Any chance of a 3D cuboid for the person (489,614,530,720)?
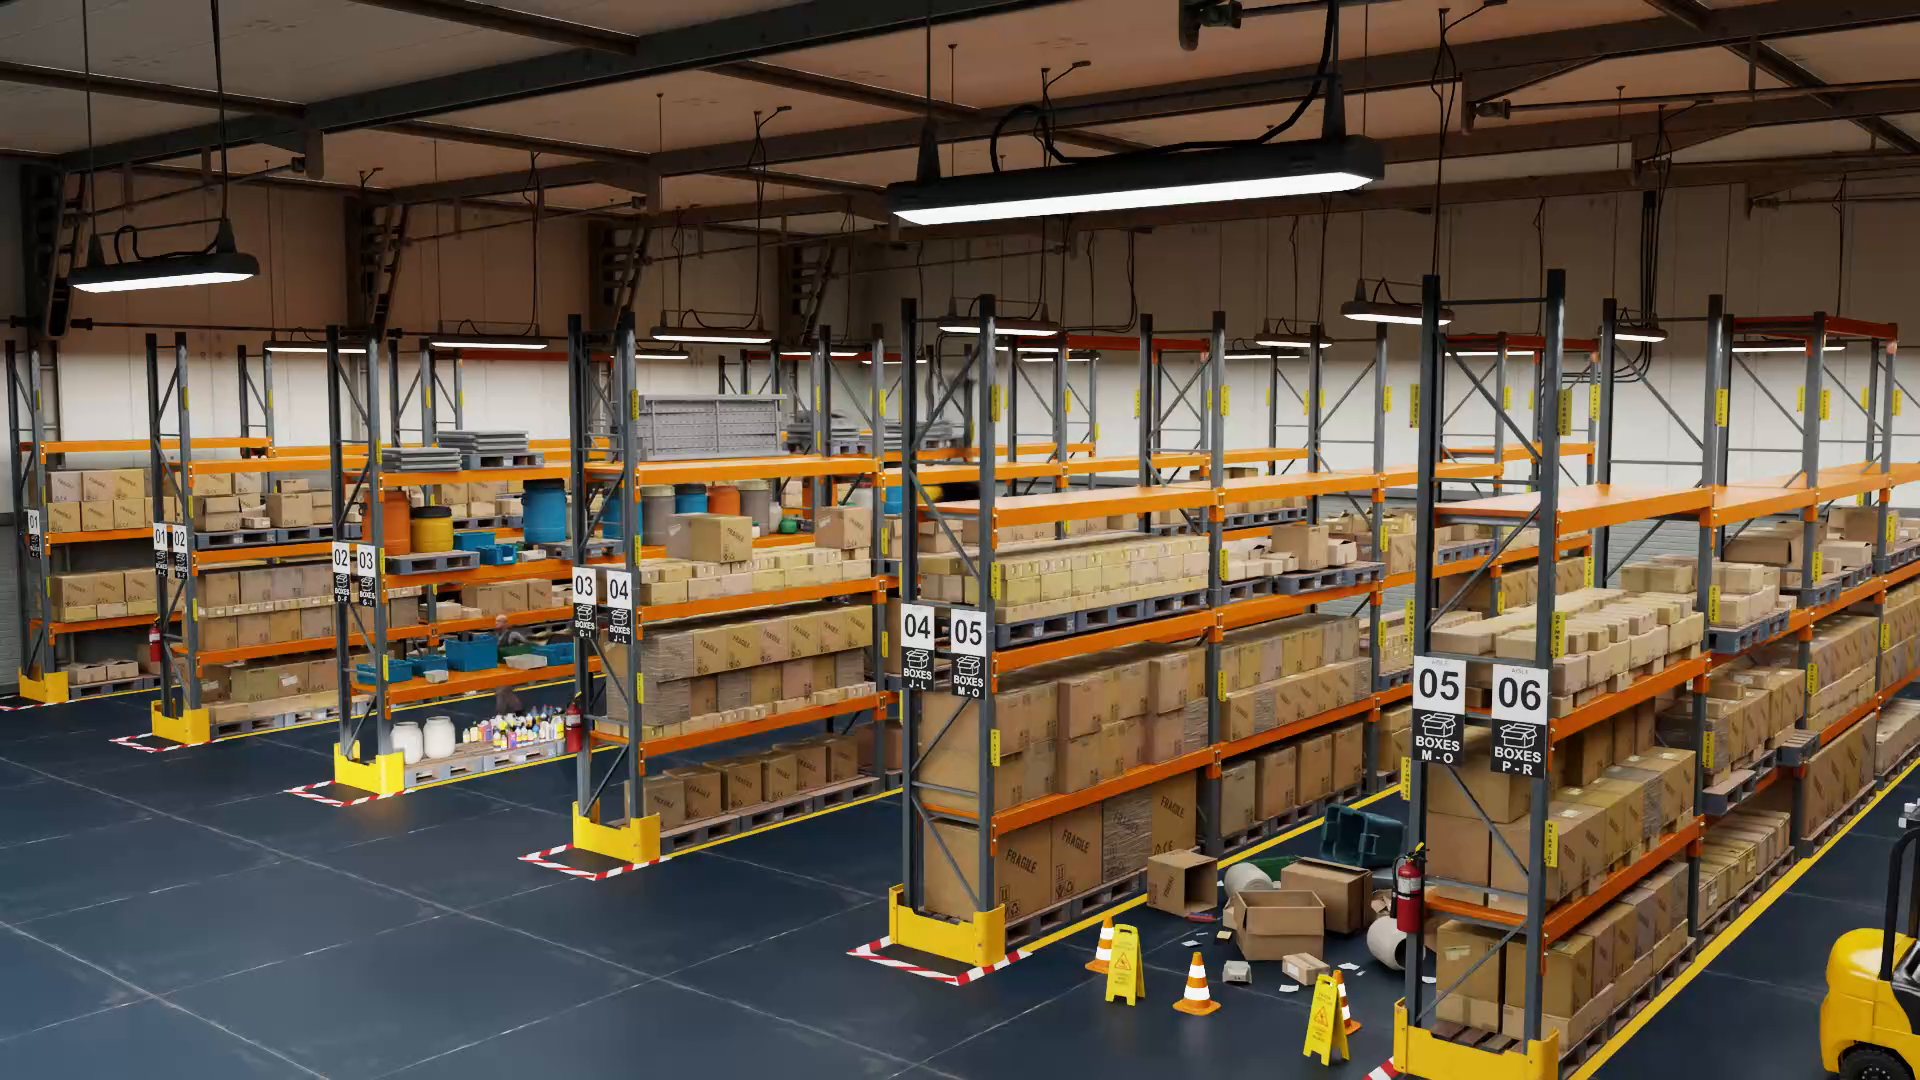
[{"bbox_3d":[-6.952,2.001,25.414,0.635,1.753,0.901,3,6,27],"label":"person"}]
